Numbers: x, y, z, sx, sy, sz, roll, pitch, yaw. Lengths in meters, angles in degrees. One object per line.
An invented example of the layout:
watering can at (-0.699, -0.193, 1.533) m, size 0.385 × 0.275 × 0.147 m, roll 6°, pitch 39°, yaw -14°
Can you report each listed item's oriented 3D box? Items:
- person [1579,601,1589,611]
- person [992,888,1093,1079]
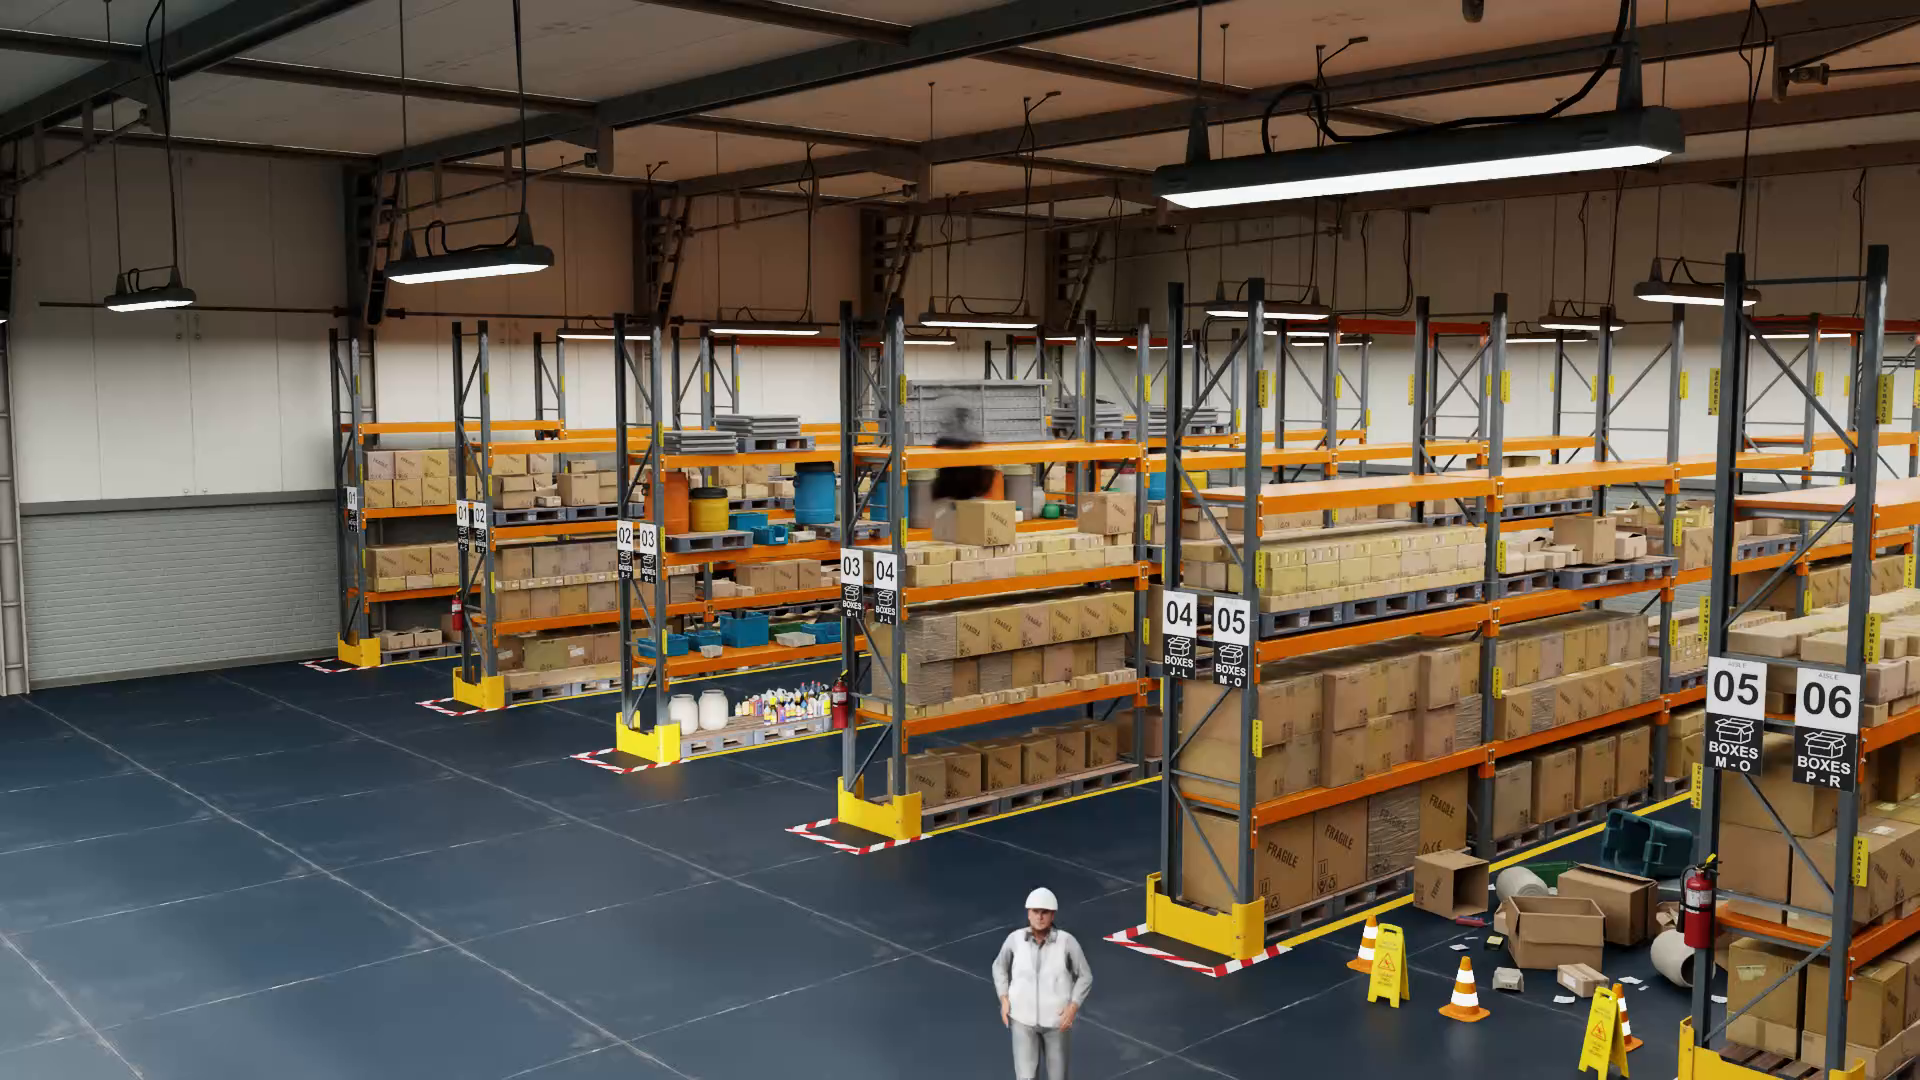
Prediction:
person at (9.800, 1.738, 26.178) m, size 0.589 × 1.730 × 0.854 m, roll 5°, pitch 7°, yaw 39°
person at (0.548, 3.192, 11.230) m, size 0.695 × 1.737 × 0.771 m, roll 1°, pitch 6°, yaw 8°
